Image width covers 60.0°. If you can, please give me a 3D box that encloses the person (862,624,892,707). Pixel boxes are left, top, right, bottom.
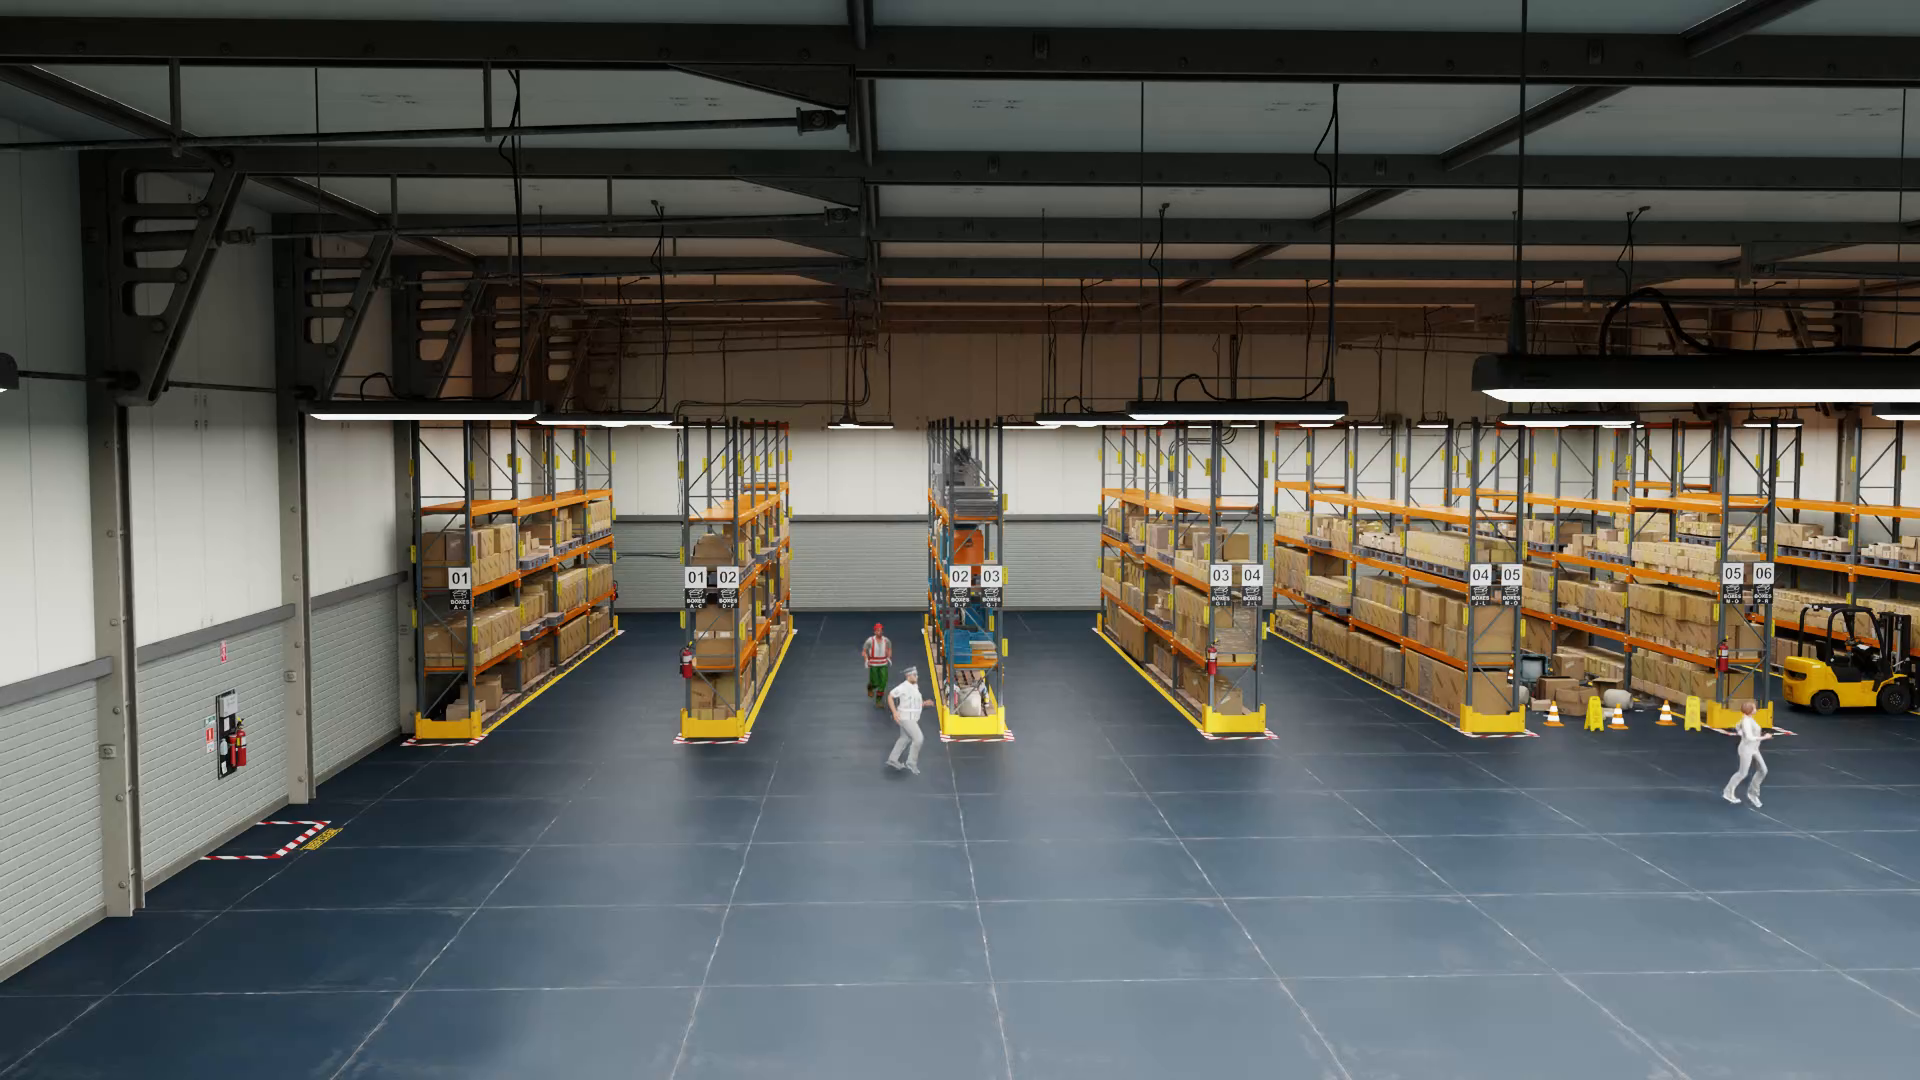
[{"bbox_3d":[-1.724,2.599,34.712,0.645,1.736,0.636,-1,4,-18],"label":"person"}]

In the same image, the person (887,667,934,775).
[{"bbox_3d":[-0.848,3.030,27.893,0.855,1.839,0.628,1,4,18],"label":"person"}]

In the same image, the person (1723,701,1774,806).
[{"bbox_3d":[12.044,3.271,25.379,0.684,1.647,0.526,3,5,37],"label":"person"}]

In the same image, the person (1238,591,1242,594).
[{"bbox_3d":[7.807,1.928,45.126,0.672,1.718,0.758,0,4,7],"label":"person"}]
